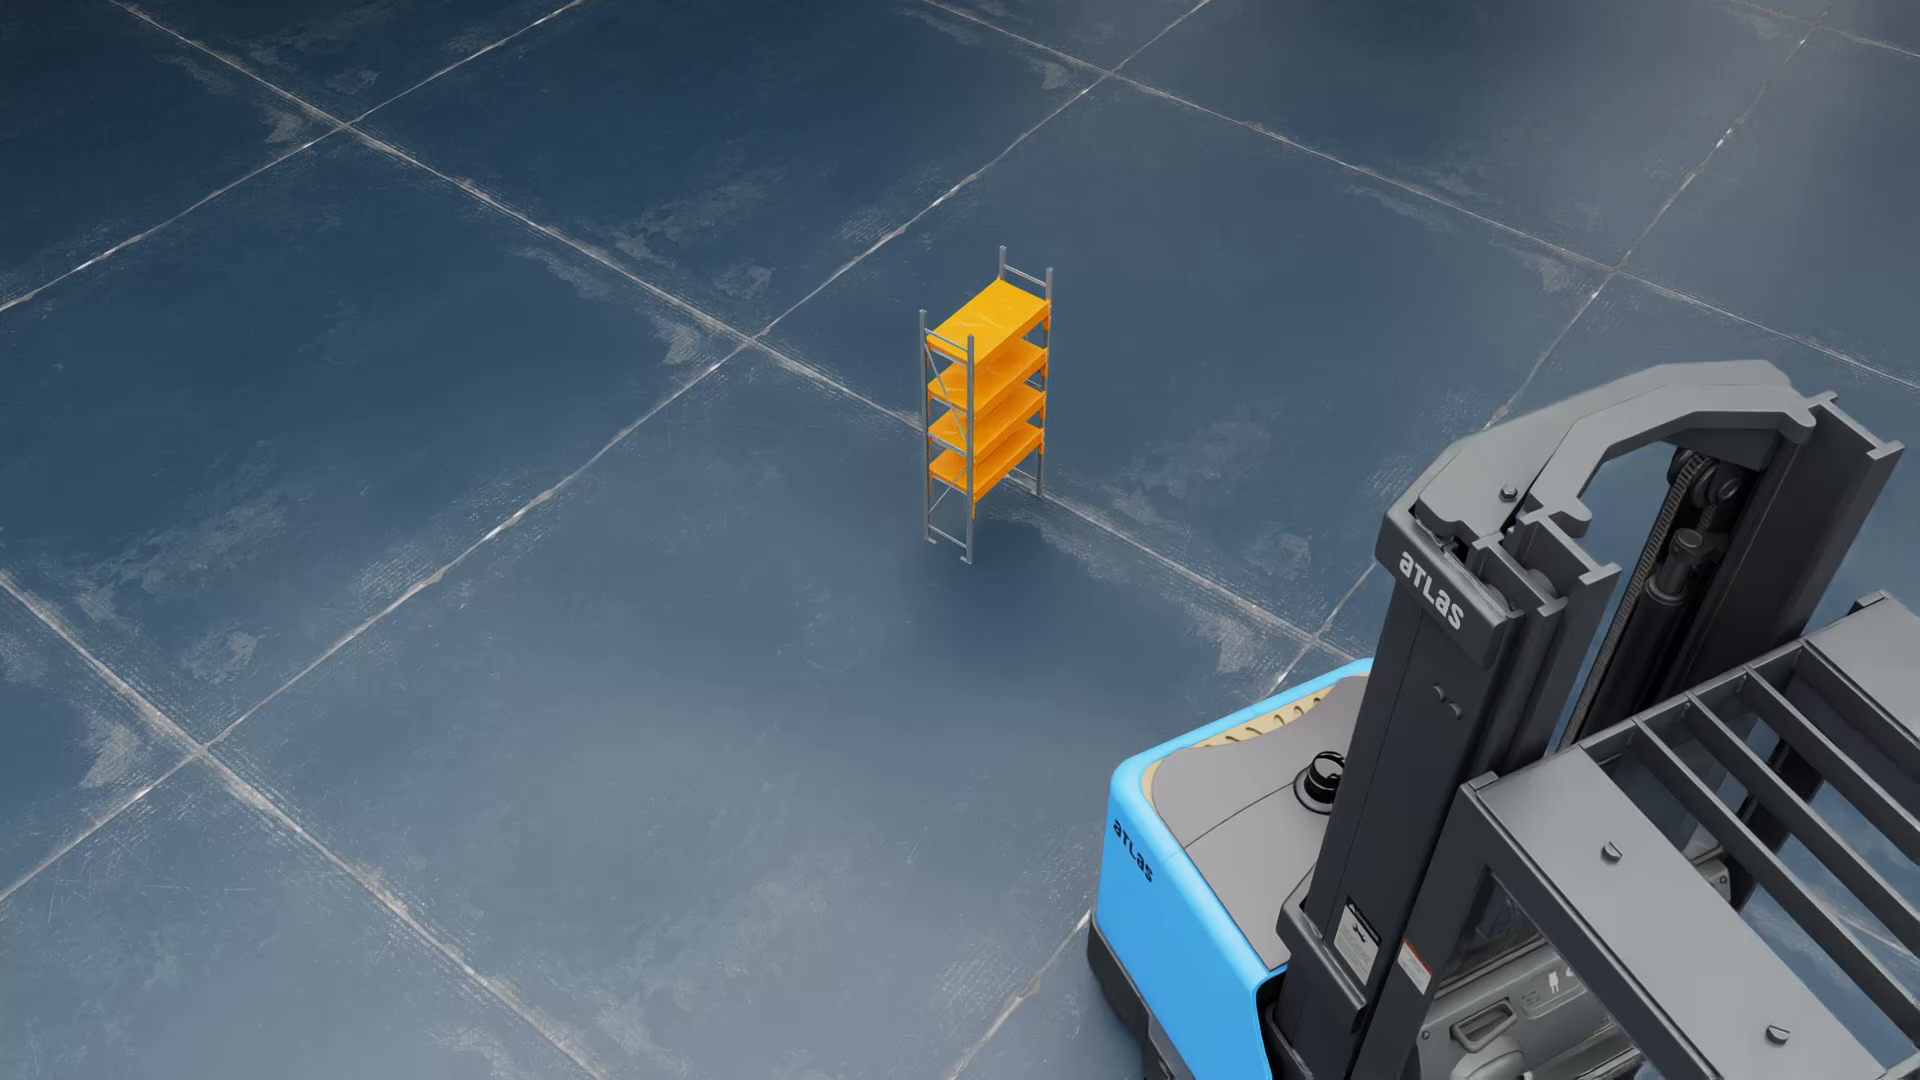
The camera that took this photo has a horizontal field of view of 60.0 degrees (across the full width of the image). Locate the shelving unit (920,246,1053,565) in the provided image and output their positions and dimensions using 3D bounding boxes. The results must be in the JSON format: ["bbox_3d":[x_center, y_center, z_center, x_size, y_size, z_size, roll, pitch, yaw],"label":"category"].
[{"bbox_3d":[0.101,-0.509,6.571,0.258,1.200,0.503,29,53,25],"label":"shelving unit"}]

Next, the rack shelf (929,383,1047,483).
[{"bbox_3d":[0.101,-0.463,6.620,0.258,0.148,0.480,29,53,25],"label":"rack shelf"}]

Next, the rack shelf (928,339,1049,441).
[{"bbox_3d":[0.101,-0.617,6.458,0.258,0.148,0.480,29,53,25],"label":"rack shelf"}]

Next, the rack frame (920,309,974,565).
[{"bbox_3d":[-0.048,-0.370,6.438,0.240,1.200,0.015,29,53,25],"label":"rack frame"}]

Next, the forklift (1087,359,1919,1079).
[{"bbox_3d":[1.535,1.179,3.762,1.130,2.935,3.031,-20,50,-18],"label":"forklift"}]

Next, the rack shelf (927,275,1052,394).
[{"bbox_3d":[0.101,-0.781,6.287,0.258,0.148,0.480,29,53,25],"label":"rack shelf"}]

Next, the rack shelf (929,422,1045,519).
[{"bbox_3d":[0.101,-0.326,6.764,0.258,0.148,0.480,29,53,25],"label":"rack shelf"}]

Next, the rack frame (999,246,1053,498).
[{"bbox_3d":[0.250,-0.649,6.705,0.240,1.200,0.015,29,53,25],"label":"rack frame"}]
